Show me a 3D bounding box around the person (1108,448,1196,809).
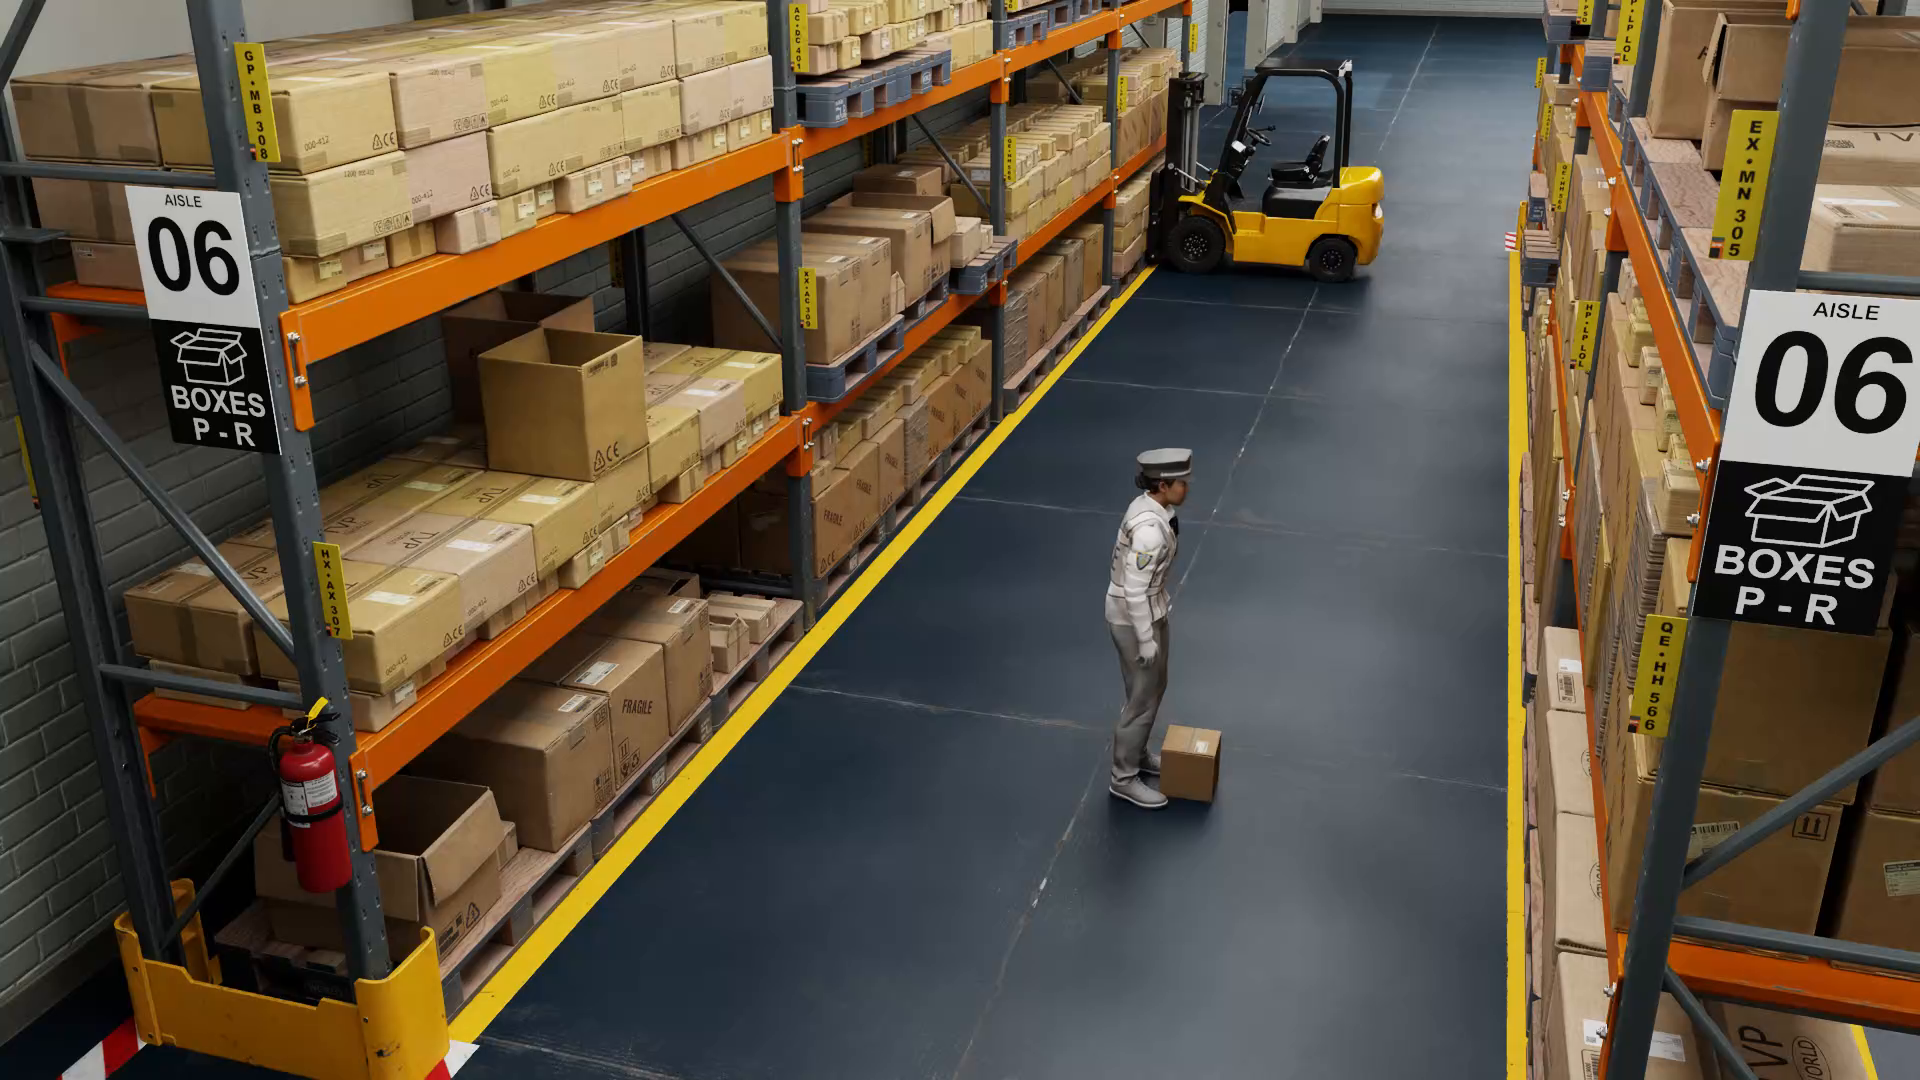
[{"bbox_3d":[0.857,0.389,7.624,0.359,1.664,0.469,5,23,12],"label":"person"}]
